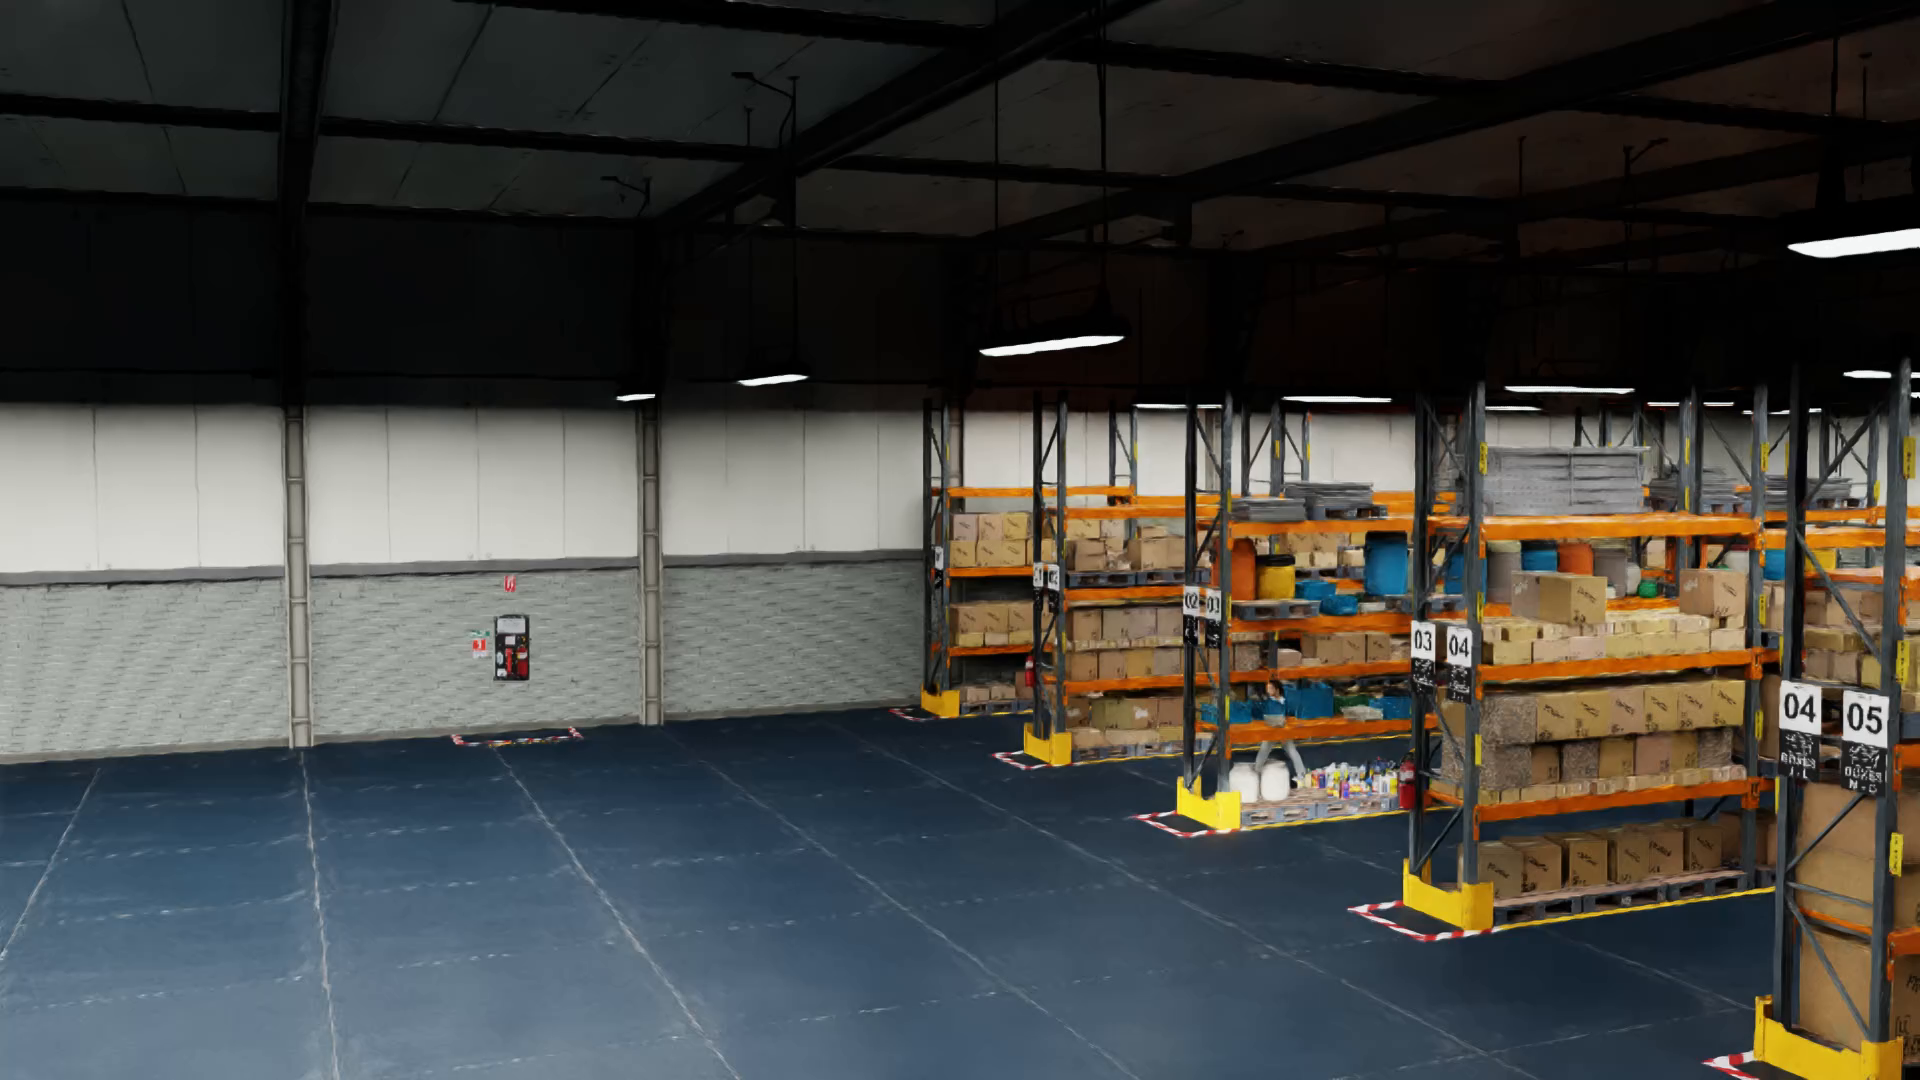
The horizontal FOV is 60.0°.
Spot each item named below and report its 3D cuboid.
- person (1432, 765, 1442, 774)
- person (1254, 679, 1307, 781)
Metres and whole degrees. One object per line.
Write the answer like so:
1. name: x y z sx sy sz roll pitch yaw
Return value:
1. person: 7.806 2.839 25.645 0.926 1.621 0.468 0 3 -6
2. person: 4.776 2.879 25.026 1.110 1.591 0.445 -2 4 -25
